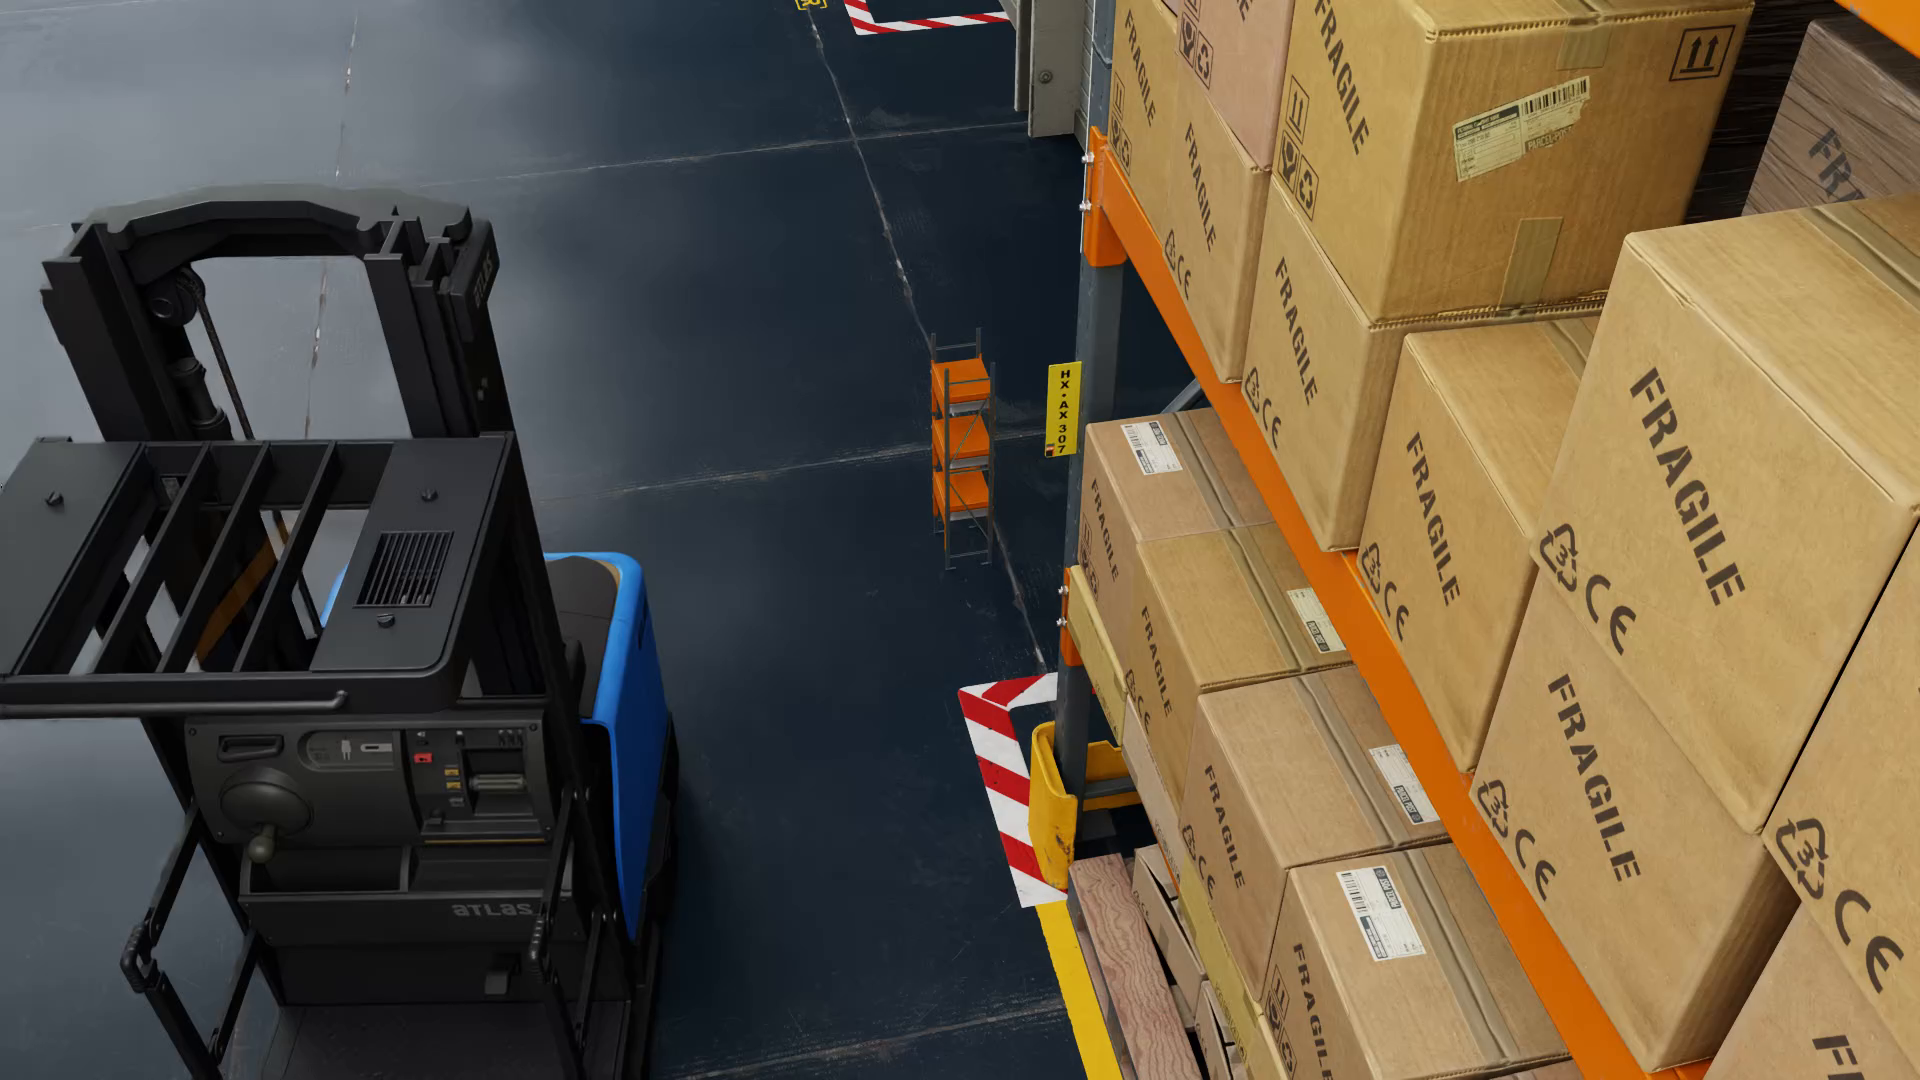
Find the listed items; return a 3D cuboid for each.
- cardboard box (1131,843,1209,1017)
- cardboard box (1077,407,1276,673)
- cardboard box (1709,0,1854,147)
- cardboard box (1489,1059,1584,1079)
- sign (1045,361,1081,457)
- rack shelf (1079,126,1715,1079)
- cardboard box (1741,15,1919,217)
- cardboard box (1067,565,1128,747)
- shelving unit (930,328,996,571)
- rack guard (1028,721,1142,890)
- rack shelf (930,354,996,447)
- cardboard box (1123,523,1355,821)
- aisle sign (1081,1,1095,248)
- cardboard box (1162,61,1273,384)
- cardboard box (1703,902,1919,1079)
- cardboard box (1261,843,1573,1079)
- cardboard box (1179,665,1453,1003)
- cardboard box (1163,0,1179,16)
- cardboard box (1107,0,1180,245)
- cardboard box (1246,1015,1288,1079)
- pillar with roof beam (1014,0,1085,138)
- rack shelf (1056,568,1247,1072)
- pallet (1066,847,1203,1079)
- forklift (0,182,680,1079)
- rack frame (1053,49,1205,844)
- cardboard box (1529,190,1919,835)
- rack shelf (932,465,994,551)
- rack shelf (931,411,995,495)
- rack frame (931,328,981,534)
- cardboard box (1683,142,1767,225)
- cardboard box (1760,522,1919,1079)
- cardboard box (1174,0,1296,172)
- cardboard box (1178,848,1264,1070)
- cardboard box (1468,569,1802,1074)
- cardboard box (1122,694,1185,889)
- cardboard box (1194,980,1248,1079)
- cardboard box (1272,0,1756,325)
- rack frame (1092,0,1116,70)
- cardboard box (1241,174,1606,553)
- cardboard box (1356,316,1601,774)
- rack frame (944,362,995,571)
[{"bbox_3d":[0.889,1.177,5.358,0.500,0.311,0.500,-13,43,-14],"label":"cardboard box"},{"bbox_3d":[0.637,-0.004,4.529,0.500,0.500,0.500,-8,42,-9],"label":"cardboard box"},{"bbox_3d":[1.304,-1.072,3.095,0.500,0.500,0.500,-6,42,-7],"label":"cardboard box"},{"bbox_3d":[1.075,1.323,3.033,0.500,0.500,0.500,-9,42,-11],"label":"cardboard box"},{"bbox_3d":[0.298,-0.371,4.756,0.100,0.325,0.005,-8,42,-9],"label":"sign"},{"bbox_3d":[1.259,0.319,2.914,1.077,0.370,4.000,-8,42,-9],"label":"rack shelf"},{"bbox_3d":[1.490,-0.422,2.363,0.500,0.500,0.500,-8,42,-9],"label":"cardboard box"},{"bbox_3d":[0.623,0.285,4.767,0.500,0.250,0.500,-9,42,-11],"label":"cardboard box"},{"bbox_3d":[0.012,-0.358,6.862,0.215,1.050,0.252,-8,42,-9],"label":"shelving unit"},{"bbox_3d":[0.844,0.859,5.906,1.175,0.500,0.348,-8,42,-9],"label":"rack guard"},{"bbox_3d":[0.012,-0.562,6.681,0.215,0.259,0.240,-8,42,-9],"label":"rack shelf"},{"bbox_3d":[0.734,0.317,4.166,0.500,0.500,0.500,-8,42,-9],"label":"cardboard box"},{"bbox_3d":[0.519,-1.101,4.273,0.394,0.787,0.004,-8,42,-9],"label":"aisle sign"},{"bbox_3d":[0.737,-0.686,3.413,0.500,0.500,0.500,-6,42,-6],"label":"cardboard box"},{"bbox_3d":[1.244,0.679,1.875,0.500,0.500,0.500,-12,43,-13],"label":"cardboard box"},{"bbox_3d":[0.962,0.986,3.413,0.500,0.500,0.500,-7,42,-8],"label":"cardboard box"},{"bbox_3d":[0.839,0.653,3.788,0.500,0.500,0.500,-10,42,-11],"label":"cardboard box"},{"bbox_3d":[0.674,-1.381,3.443,0.500,0.500,0.500,-11,43,-12],"label":"cardboard box"},{"bbox_3d":[0.656,-1.039,3.811,0.500,0.500,0.500,-7,42,-8],"label":"cardboard box"},{"bbox_3d":[0.960,1.279,3.648,0.500,0.250,0.500,-8,42,-9],"label":"cardboard box"},{"bbox_3d":[-3.675,-5.311,6.455,9.100,9.000,0.400,-8,42,-9],"label":"pillar with roof beam"},{"bbox_3d":[1.259,1.440,3.910,1.077,0.370,4.000,-8,42,-9],"label":"rack shelf"},{"bbox_3d":[0.985,1.499,5.403,1.003,0.211,1.213,-8,42,-9],"label":"pallet"},{"bbox_3d":[-1.546,0.729,4.221,1.130,2.935,3.031,-1,42,-1],"label":"forklift"},{"bbox_3d":[0.827,-0.125,5.131,1.000,3.000,0.127,-8,42,-9],"label":"rack frame"},{"bbox_3d":[1.066,-0.050,1.943,0.500,0.500,0.500,-10,43,-11],"label":"cardboard box"},{"bbox_3d":[0.012,-0.142,7.054,0.215,0.259,0.240,-8,42,-9],"label":"rack shelf"},{"bbox_3d":[0.012,-0.350,6.869,0.215,0.259,0.240,-8,42,-9],"label":"rack shelf"},{"bbox_3d":[-0.015,-0.437,6.951,0.200,1.050,0.008,-8,42,-9],"label":"rack frame"},{"bbox_3d":[1.394,-0.406,3.098,0.500,0.500,0.500,-10,43,-11],"label":"cardboard box"},{"bbox_3d":[1.189,0.286,1.566,0.500,0.500,0.500,-6,42,-7],"label":"cardboard box"},{"bbox_3d":[0.732,-1.049,3.069,0.500,0.500,0.500,-9,42,-10],"label":"cardboard box"},{"bbox_3d":[0.853,0.951,4.017,0.500,0.250,0.500,-9,42,-10],"label":"cardboard box"},{"bbox_3d":[1.087,0.326,2.274,0.500,0.500,0.500,-10,43,-11],"label":"cardboard box"},{"bbox_3d":[0.749,0.620,4.390,0.500,0.250,0.500,-10,42,-11],"label":"cardboard box"},{"bbox_3d":[1.012,1.547,4.942,0.500,0.311,0.500,-5,42,-6],"label":"cardboard box"},{"bbox_3d":[0.854,-0.718,2.697,0.500,0.500,0.500,-7,42,-8],"label":"cardboard box"},{"bbox_3d":[0.827,-2.369,3.140,1.000,3.000,0.127,-8,42,-9],"label":"rack frame"},{"bbox_3d":[0.853,-0.350,3.035,0.500,0.500,0.500,-7,42,-7],"label":"cardboard box"},{"bbox_3d":[0.989,-0.006,2.647,0.500,0.500,0.500,-6,42,-7],"label":"cardboard box"},{"bbox_3d":[0.038,-0.279,6.773,0.200,1.050,0.008,-8,42,-9],"label":"rack frame"}]
